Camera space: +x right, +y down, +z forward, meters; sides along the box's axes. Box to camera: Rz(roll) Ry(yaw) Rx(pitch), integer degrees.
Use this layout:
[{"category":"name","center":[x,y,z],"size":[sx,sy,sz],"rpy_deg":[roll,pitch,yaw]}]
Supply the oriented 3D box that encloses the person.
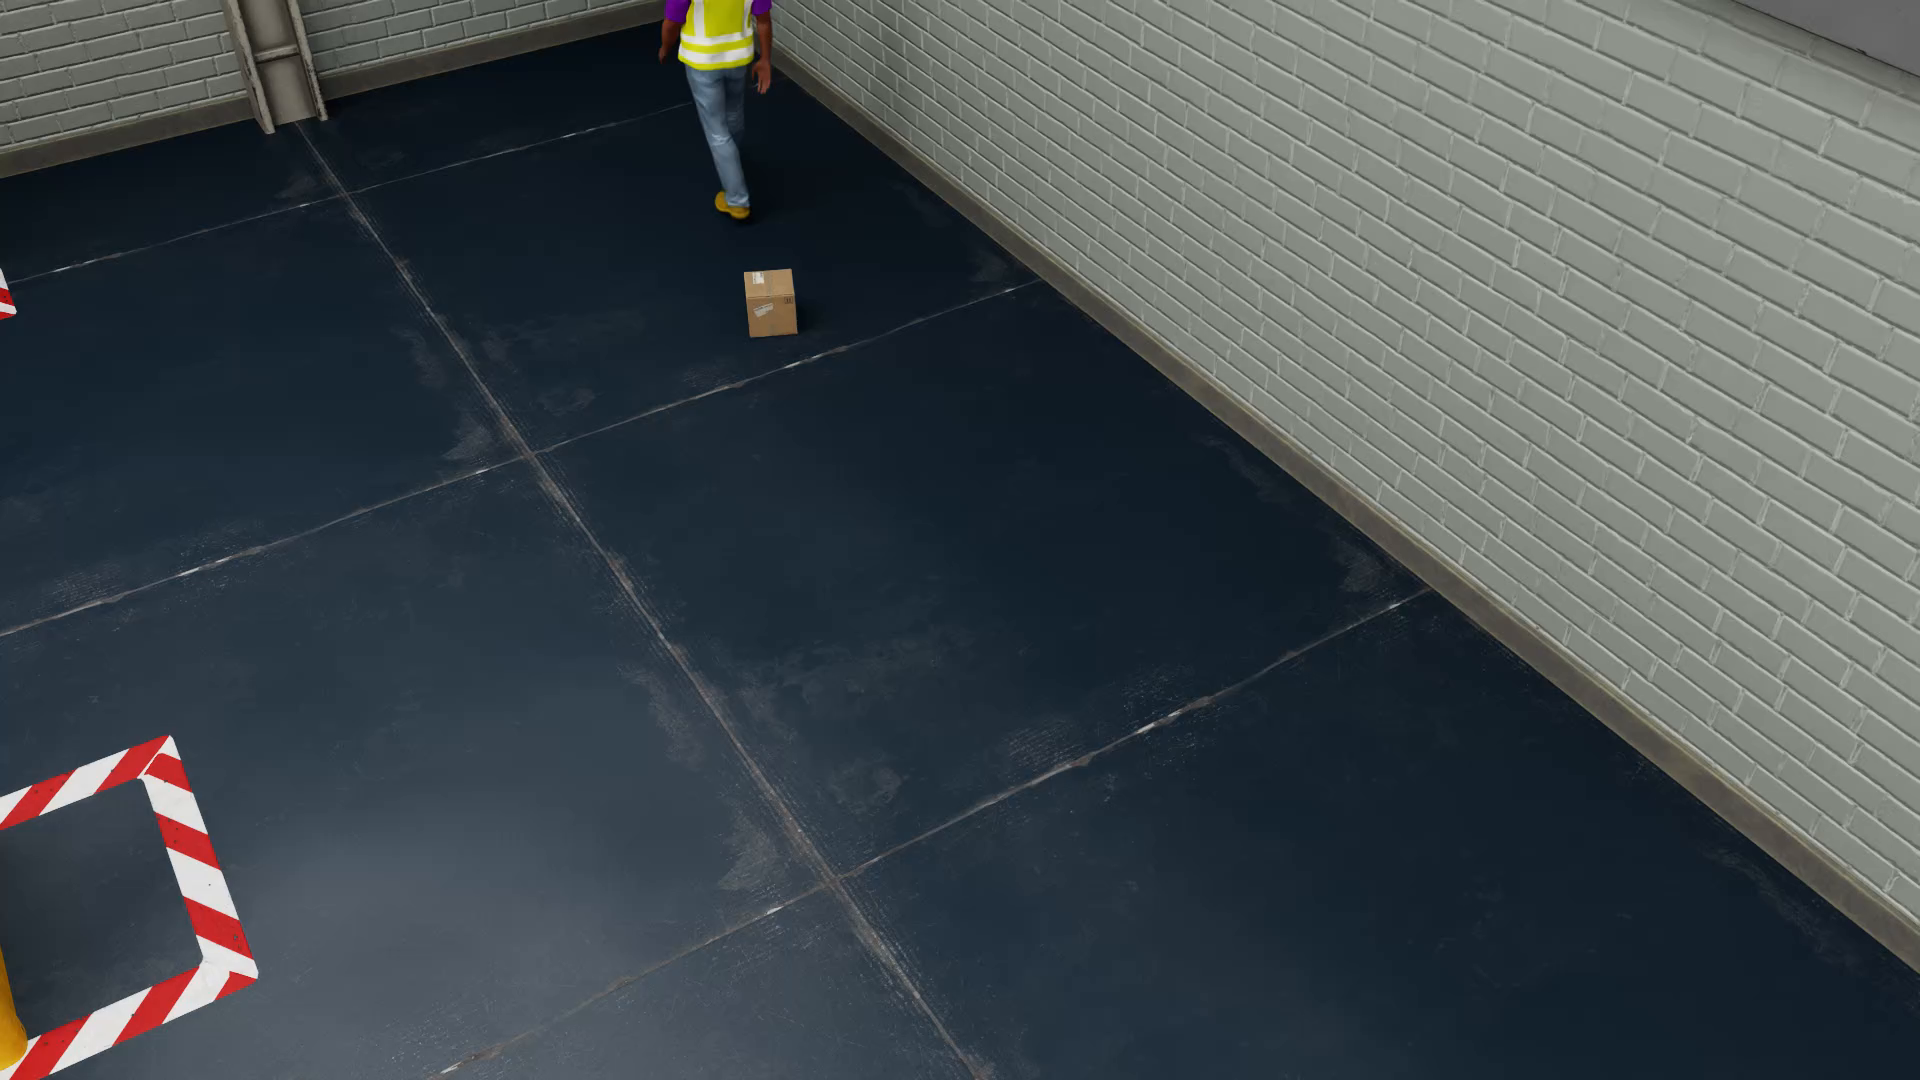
[{"category":"person","center":[-1.403,-2.757,9.363],"size":[0.572,1.730,0.942],"rpy_deg":[-22,45,-23]}]
